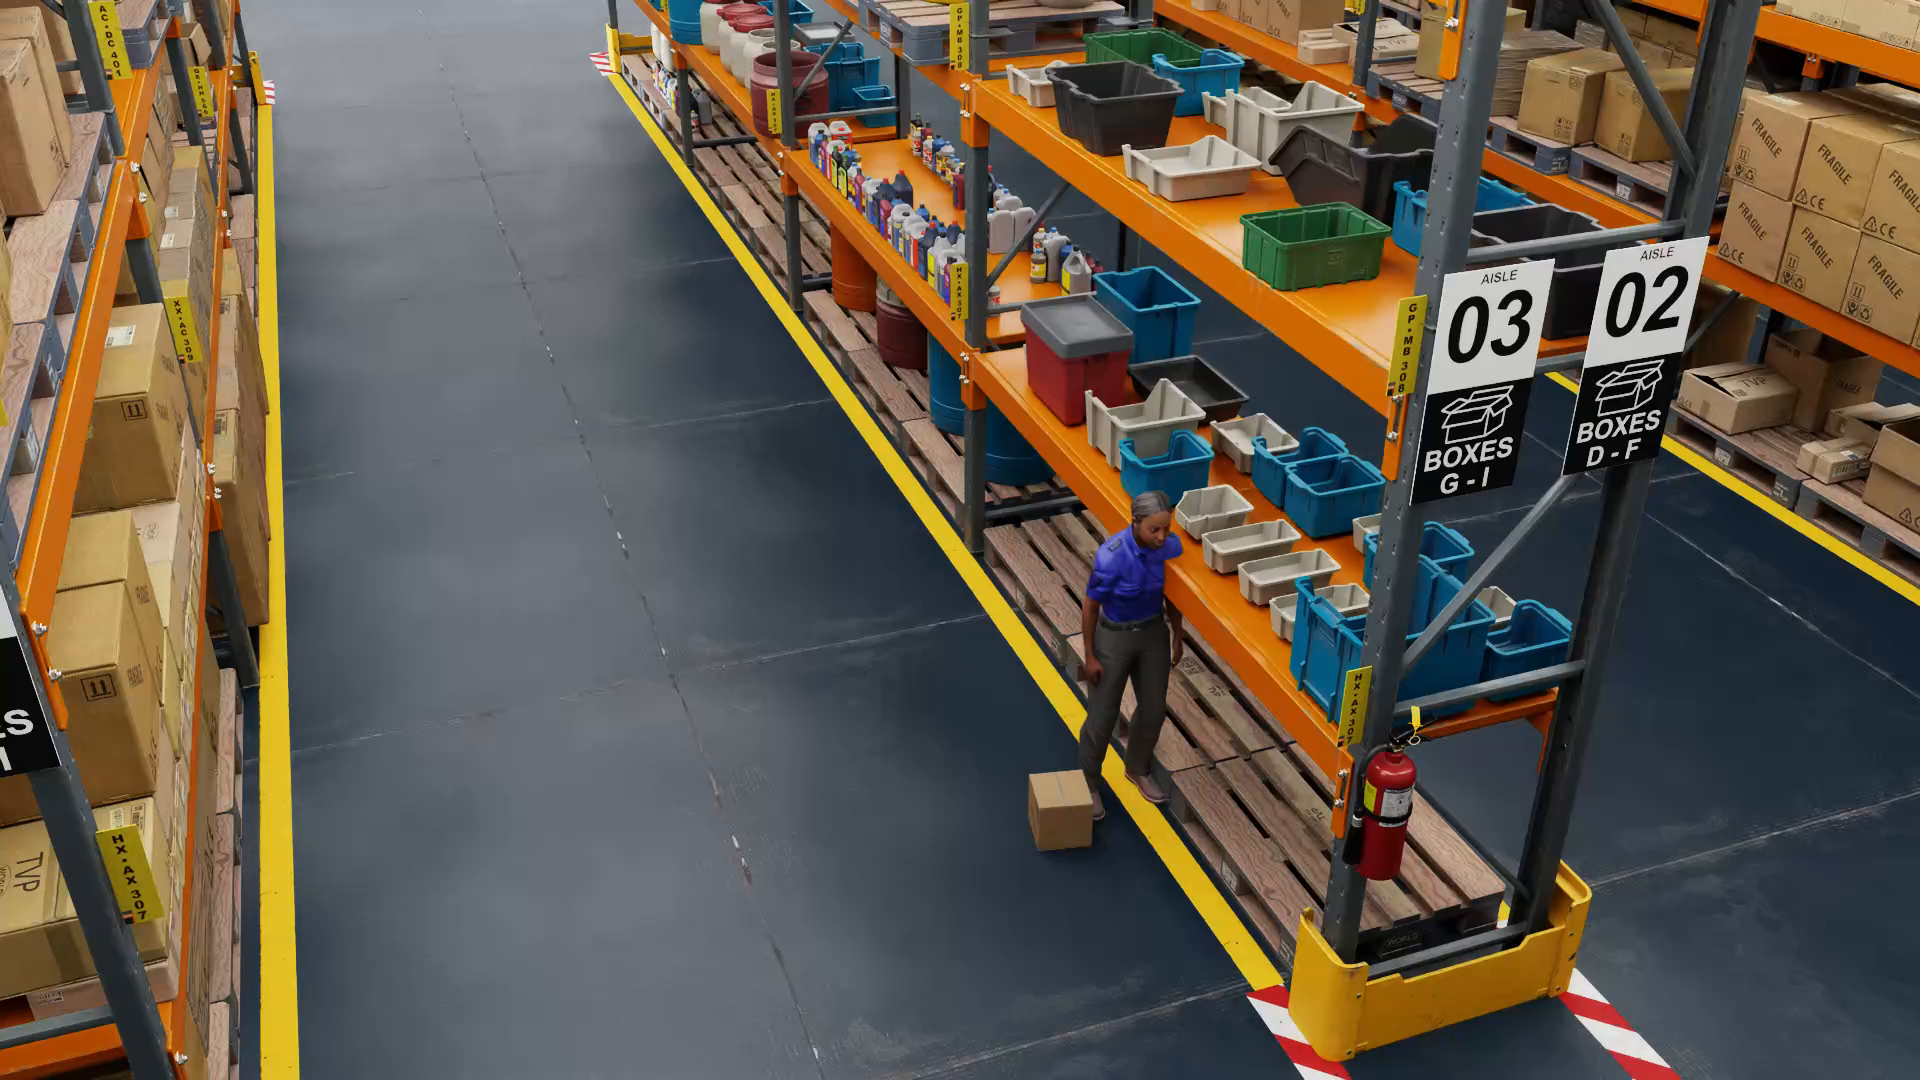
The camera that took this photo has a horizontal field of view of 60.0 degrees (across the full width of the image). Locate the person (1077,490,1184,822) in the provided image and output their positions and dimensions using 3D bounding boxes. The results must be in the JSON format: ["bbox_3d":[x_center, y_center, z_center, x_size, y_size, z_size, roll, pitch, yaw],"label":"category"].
[{"bbox_3d":[0.771,0.484,7.505,0.518,1.654,0.352,-11,32,-19],"label":"person"}]
